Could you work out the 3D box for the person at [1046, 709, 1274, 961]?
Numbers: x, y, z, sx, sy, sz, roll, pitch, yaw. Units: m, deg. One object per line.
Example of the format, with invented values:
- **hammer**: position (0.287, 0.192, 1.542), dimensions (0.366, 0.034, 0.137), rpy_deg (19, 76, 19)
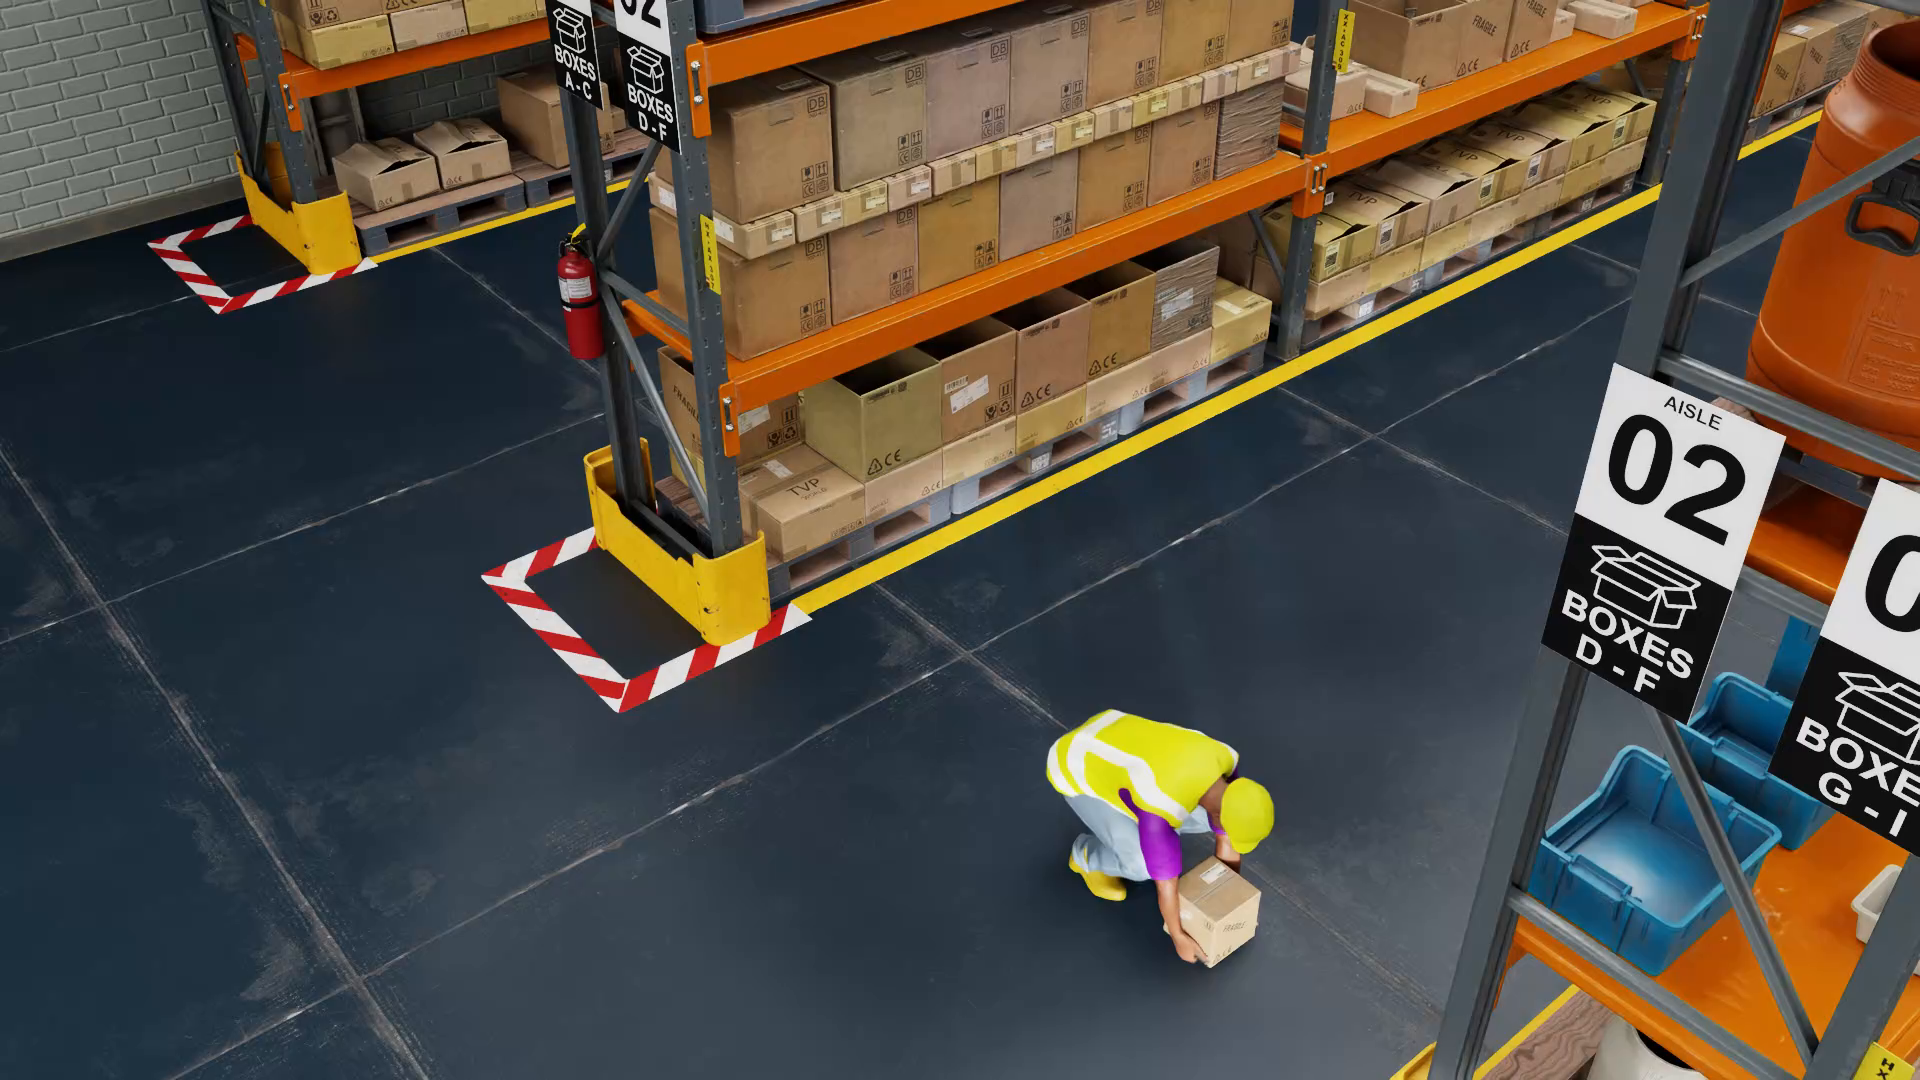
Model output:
- **person**: position (0.785, 1.072, 6.433), dimensions (0.529, 0.828, 0.954), rpy_deg (-27, 44, -32)
